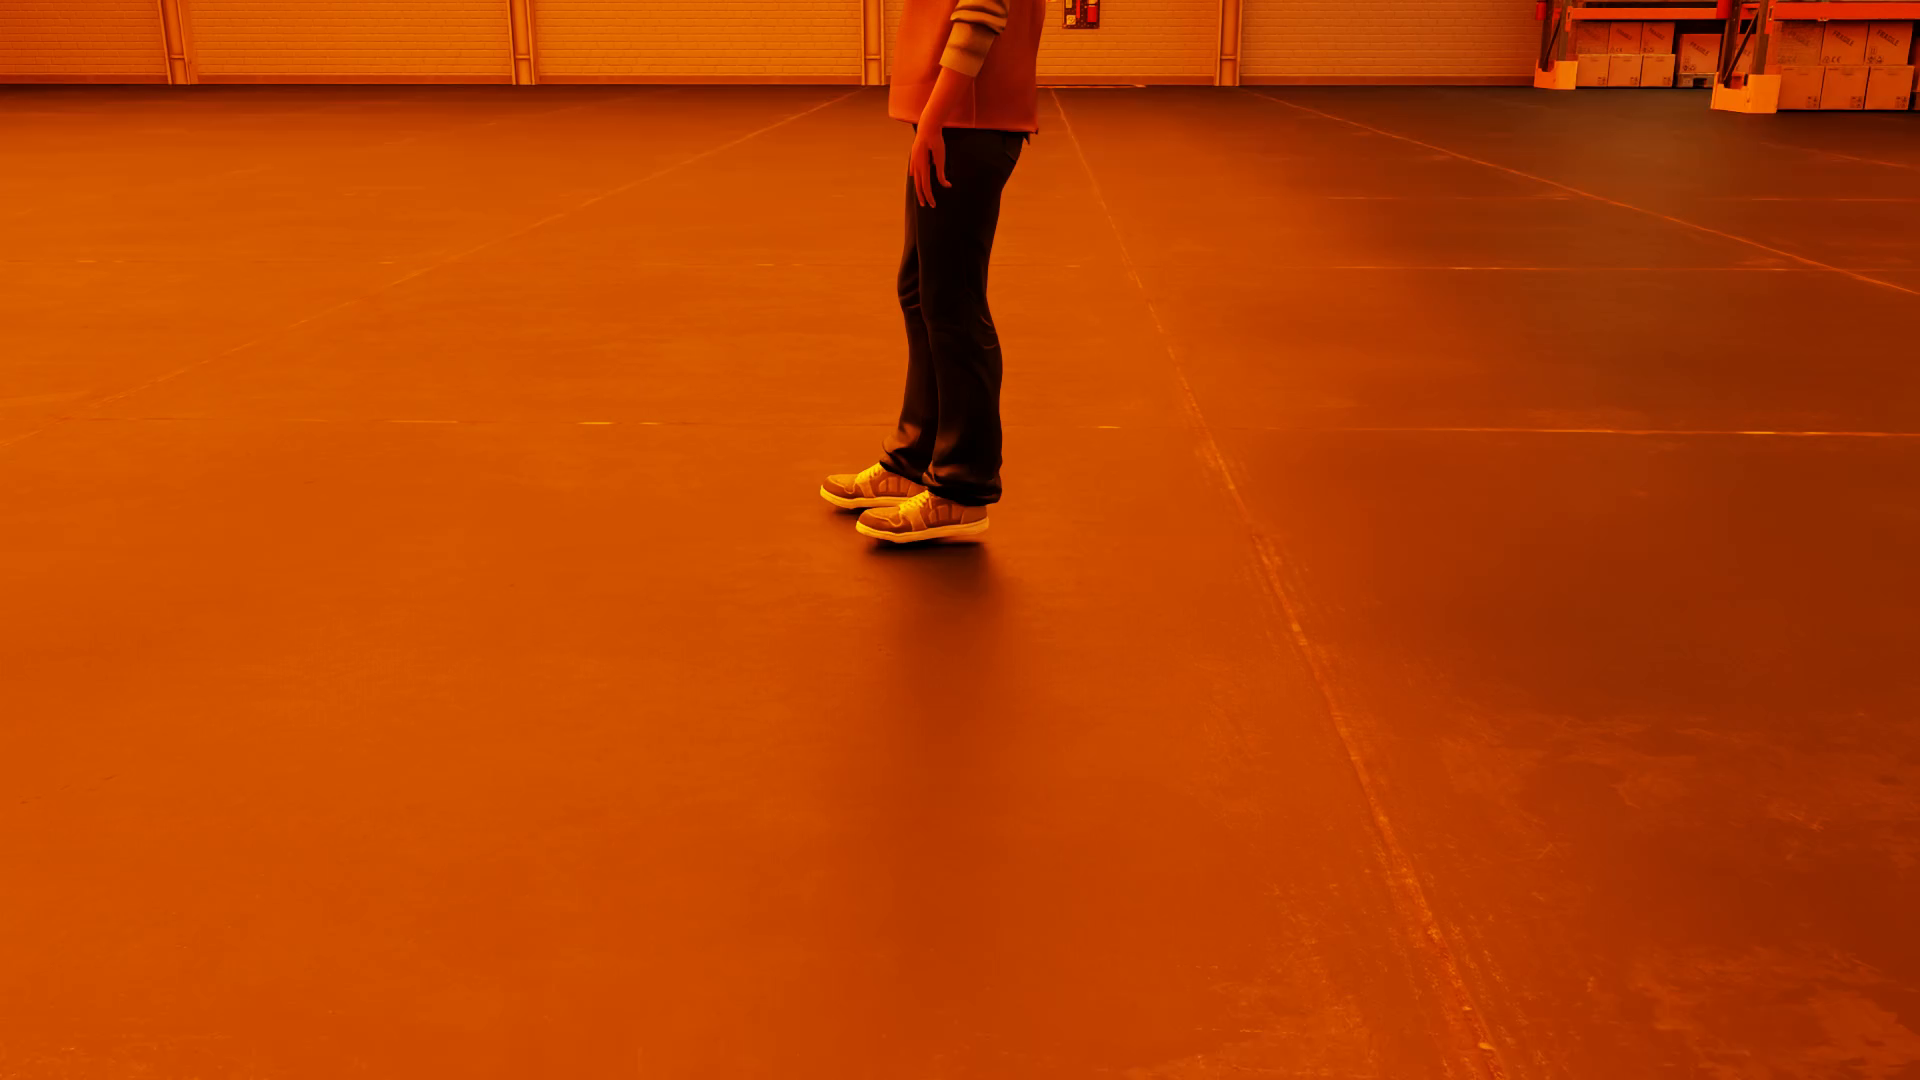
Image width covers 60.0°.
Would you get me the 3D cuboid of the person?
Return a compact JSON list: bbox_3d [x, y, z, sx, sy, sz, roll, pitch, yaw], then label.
[{"bbox_3d":[-0.073,-0.774,3.148,0.475,1.596,0.520,1,17,2],"label":"person"}]
